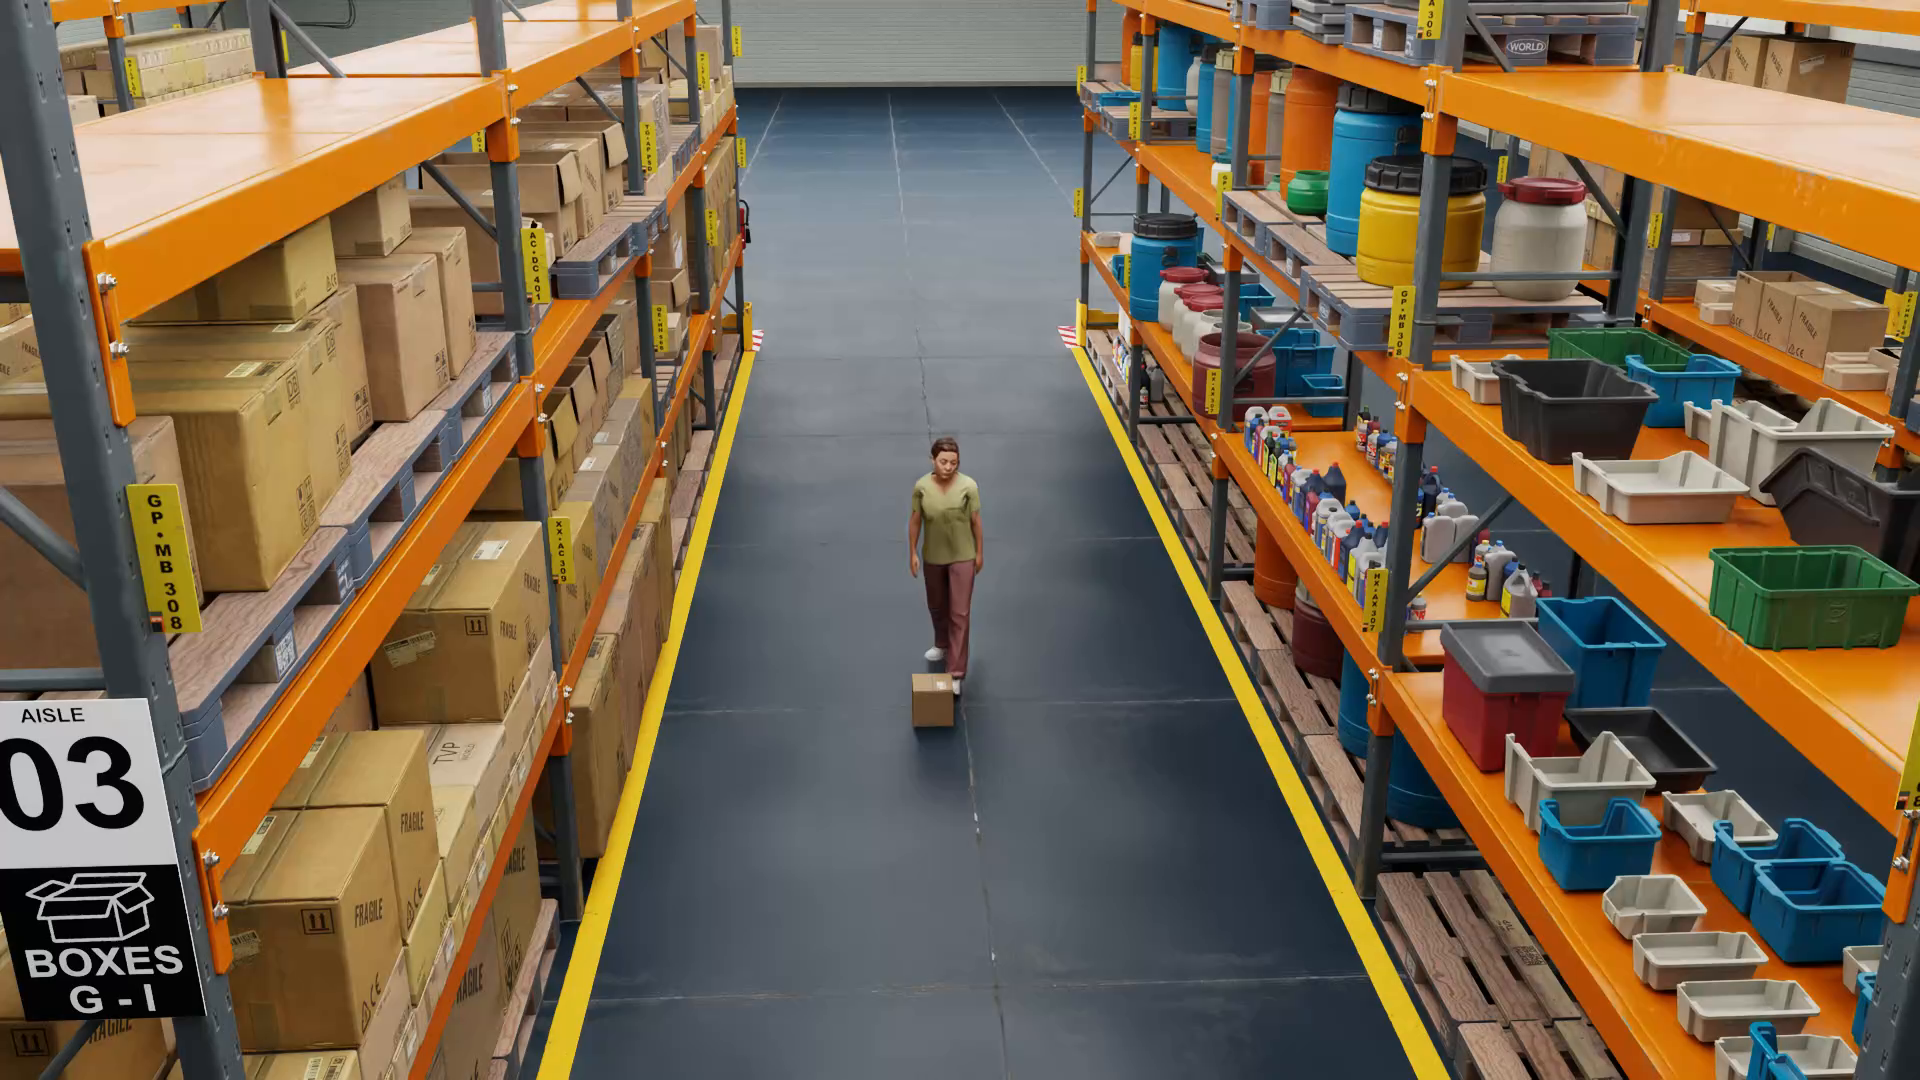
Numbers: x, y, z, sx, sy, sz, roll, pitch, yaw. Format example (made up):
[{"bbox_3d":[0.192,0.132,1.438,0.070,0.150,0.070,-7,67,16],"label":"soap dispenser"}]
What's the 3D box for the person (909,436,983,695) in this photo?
[{"bbox_3d":[-0.110,0.123,10.734,0.468,1.651,0.803,5,21,14],"label":"person"}]
